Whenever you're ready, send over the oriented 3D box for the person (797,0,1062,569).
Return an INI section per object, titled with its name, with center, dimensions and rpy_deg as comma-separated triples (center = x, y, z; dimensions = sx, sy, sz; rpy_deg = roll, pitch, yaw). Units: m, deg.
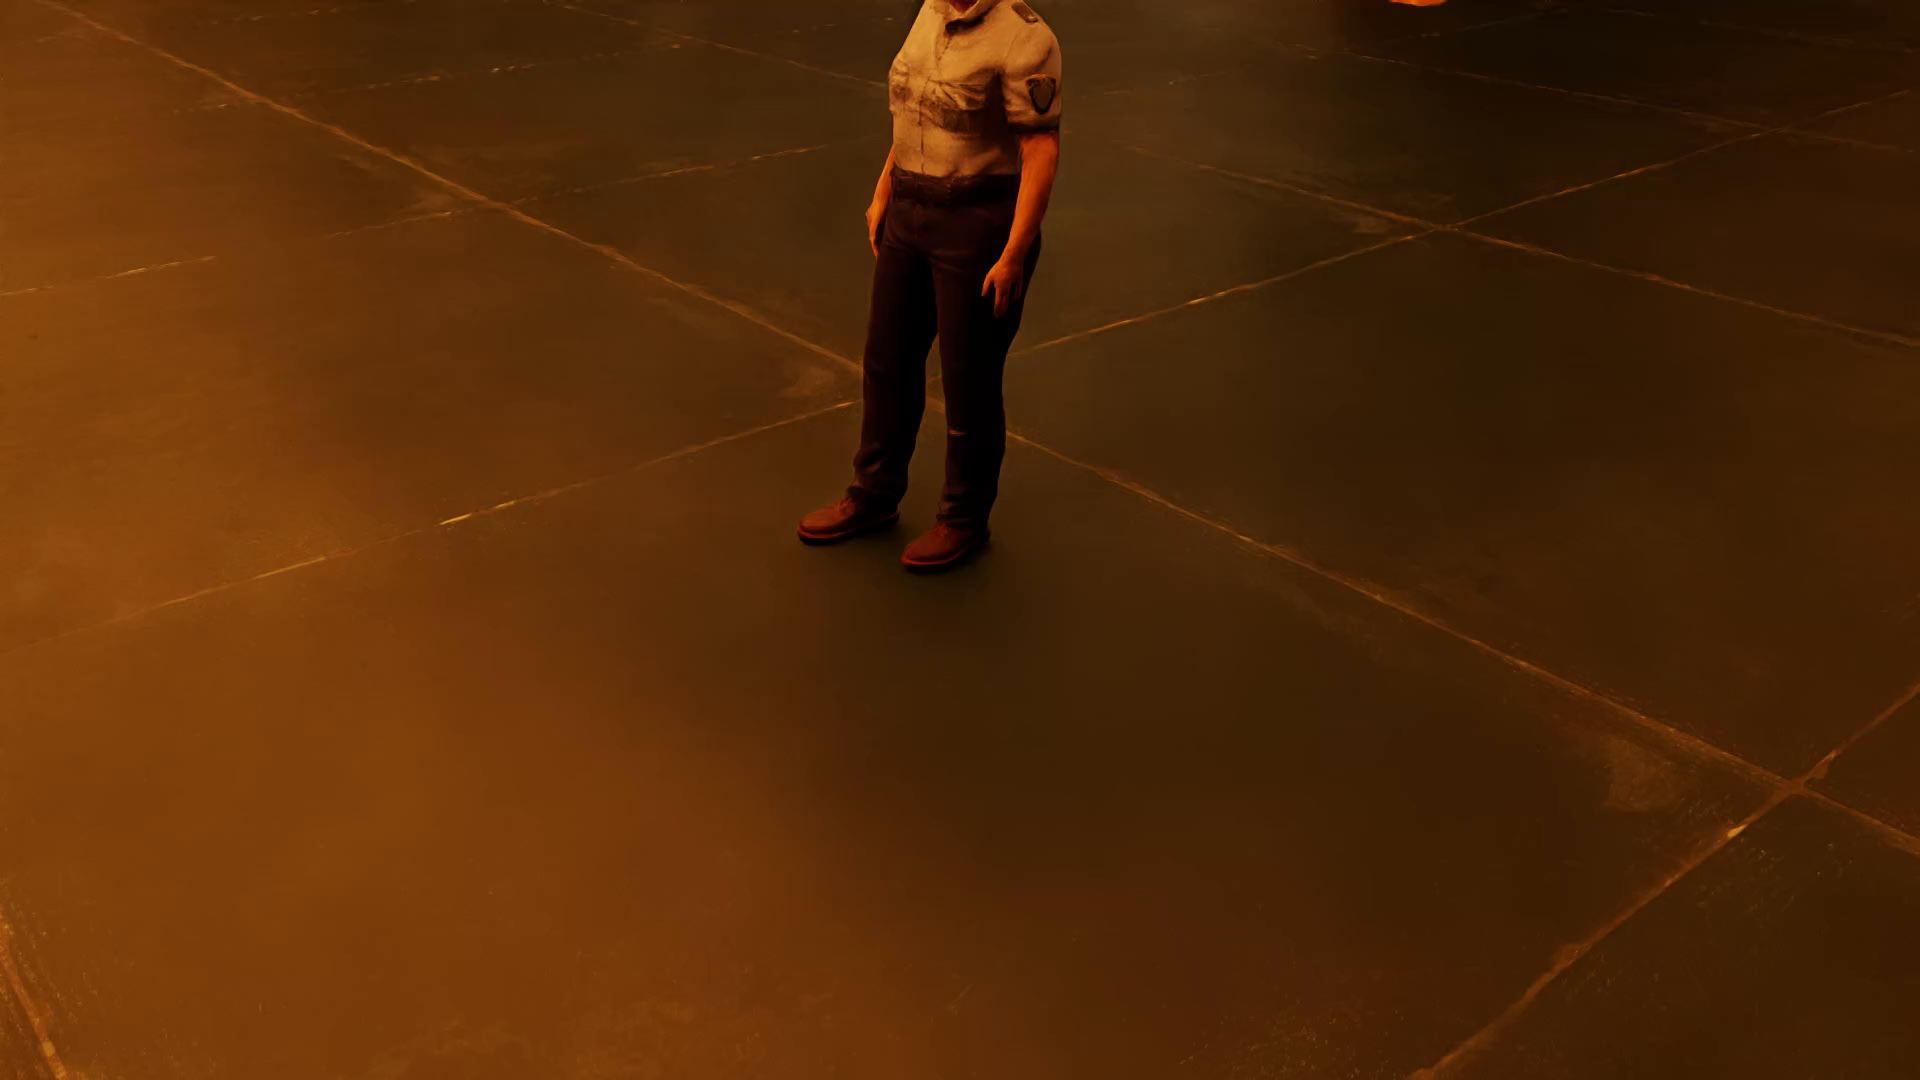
[person]
center = -0.084, -0.727, 4.096
dimensions = 0.502, 1.650, 0.599
rpy_deg = -20, 33, -35
